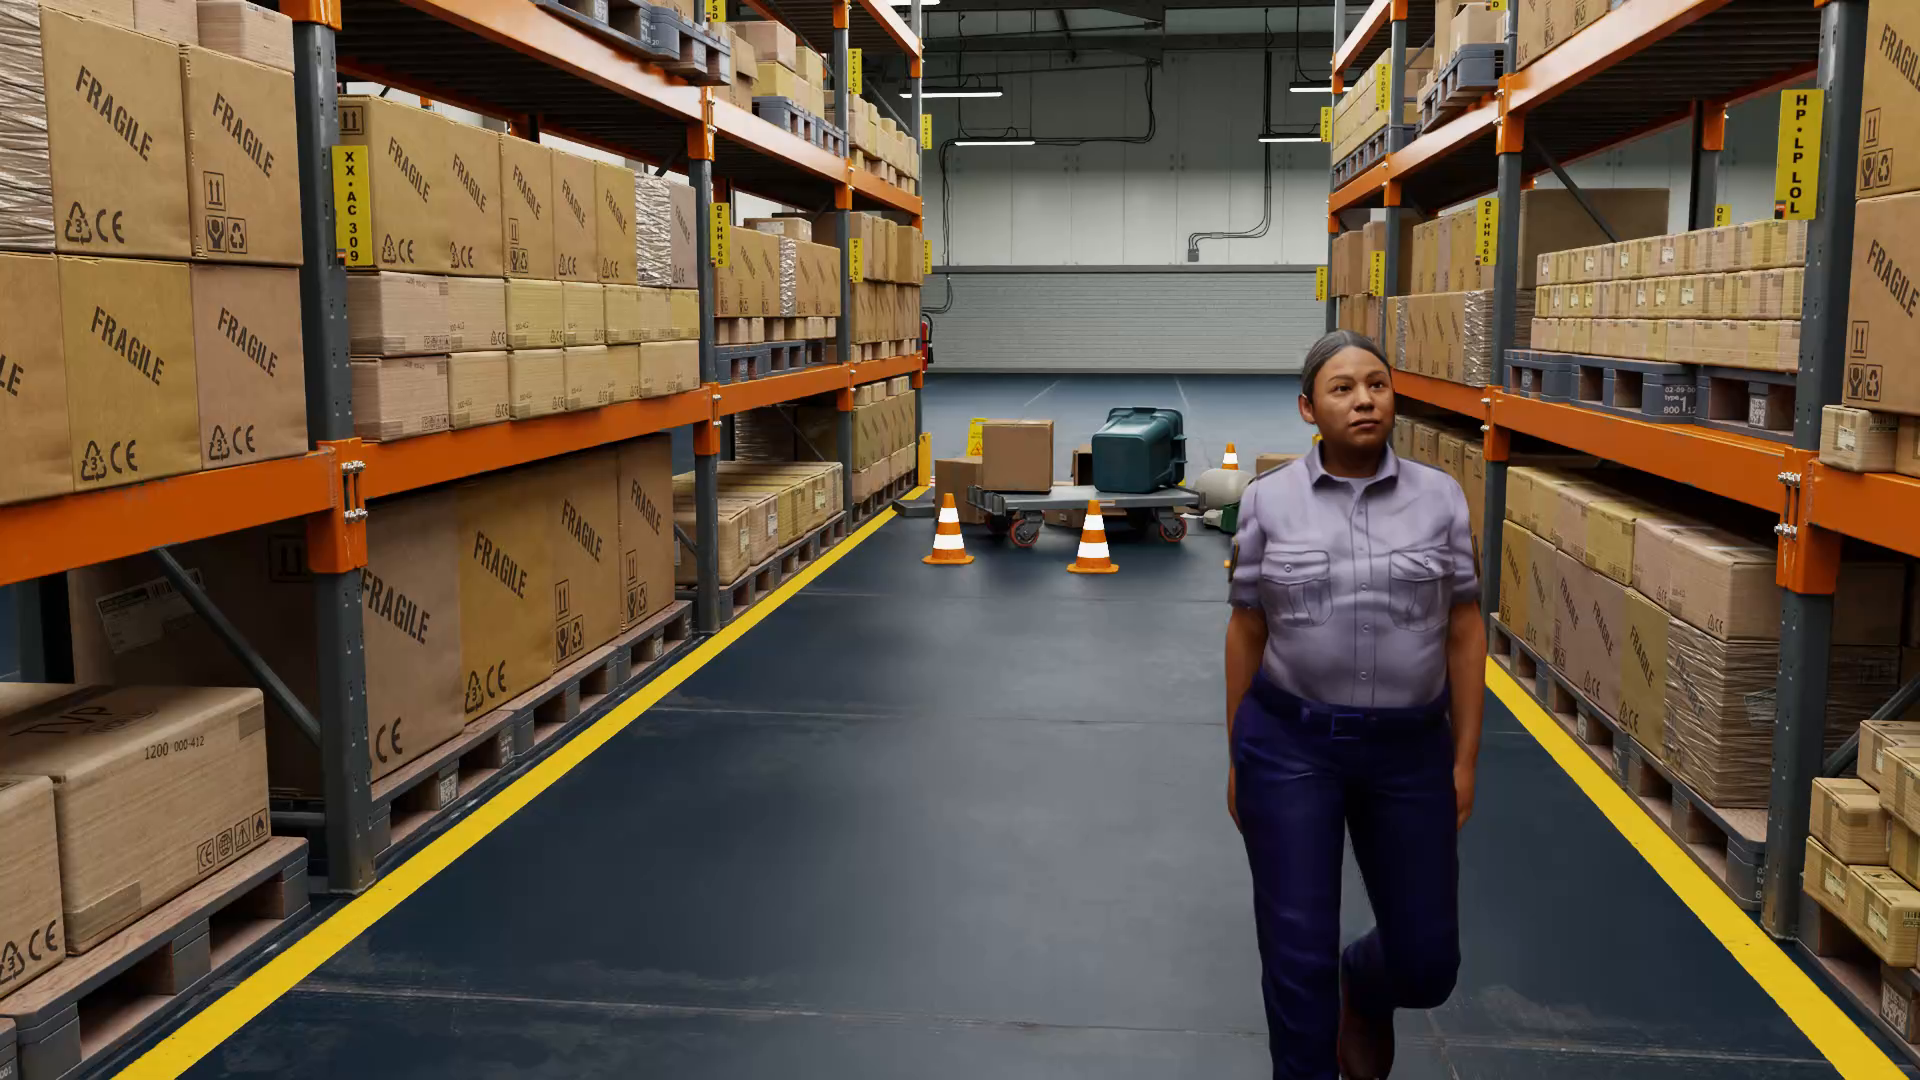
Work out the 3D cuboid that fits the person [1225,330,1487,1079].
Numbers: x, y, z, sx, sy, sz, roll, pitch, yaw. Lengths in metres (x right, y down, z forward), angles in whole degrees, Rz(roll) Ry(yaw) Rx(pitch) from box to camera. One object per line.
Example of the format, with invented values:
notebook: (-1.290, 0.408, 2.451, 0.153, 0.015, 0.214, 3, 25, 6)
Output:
person: (0.748, 0.414, 3.192, 0.482, 1.623, 0.703, 1, 8, 6)
